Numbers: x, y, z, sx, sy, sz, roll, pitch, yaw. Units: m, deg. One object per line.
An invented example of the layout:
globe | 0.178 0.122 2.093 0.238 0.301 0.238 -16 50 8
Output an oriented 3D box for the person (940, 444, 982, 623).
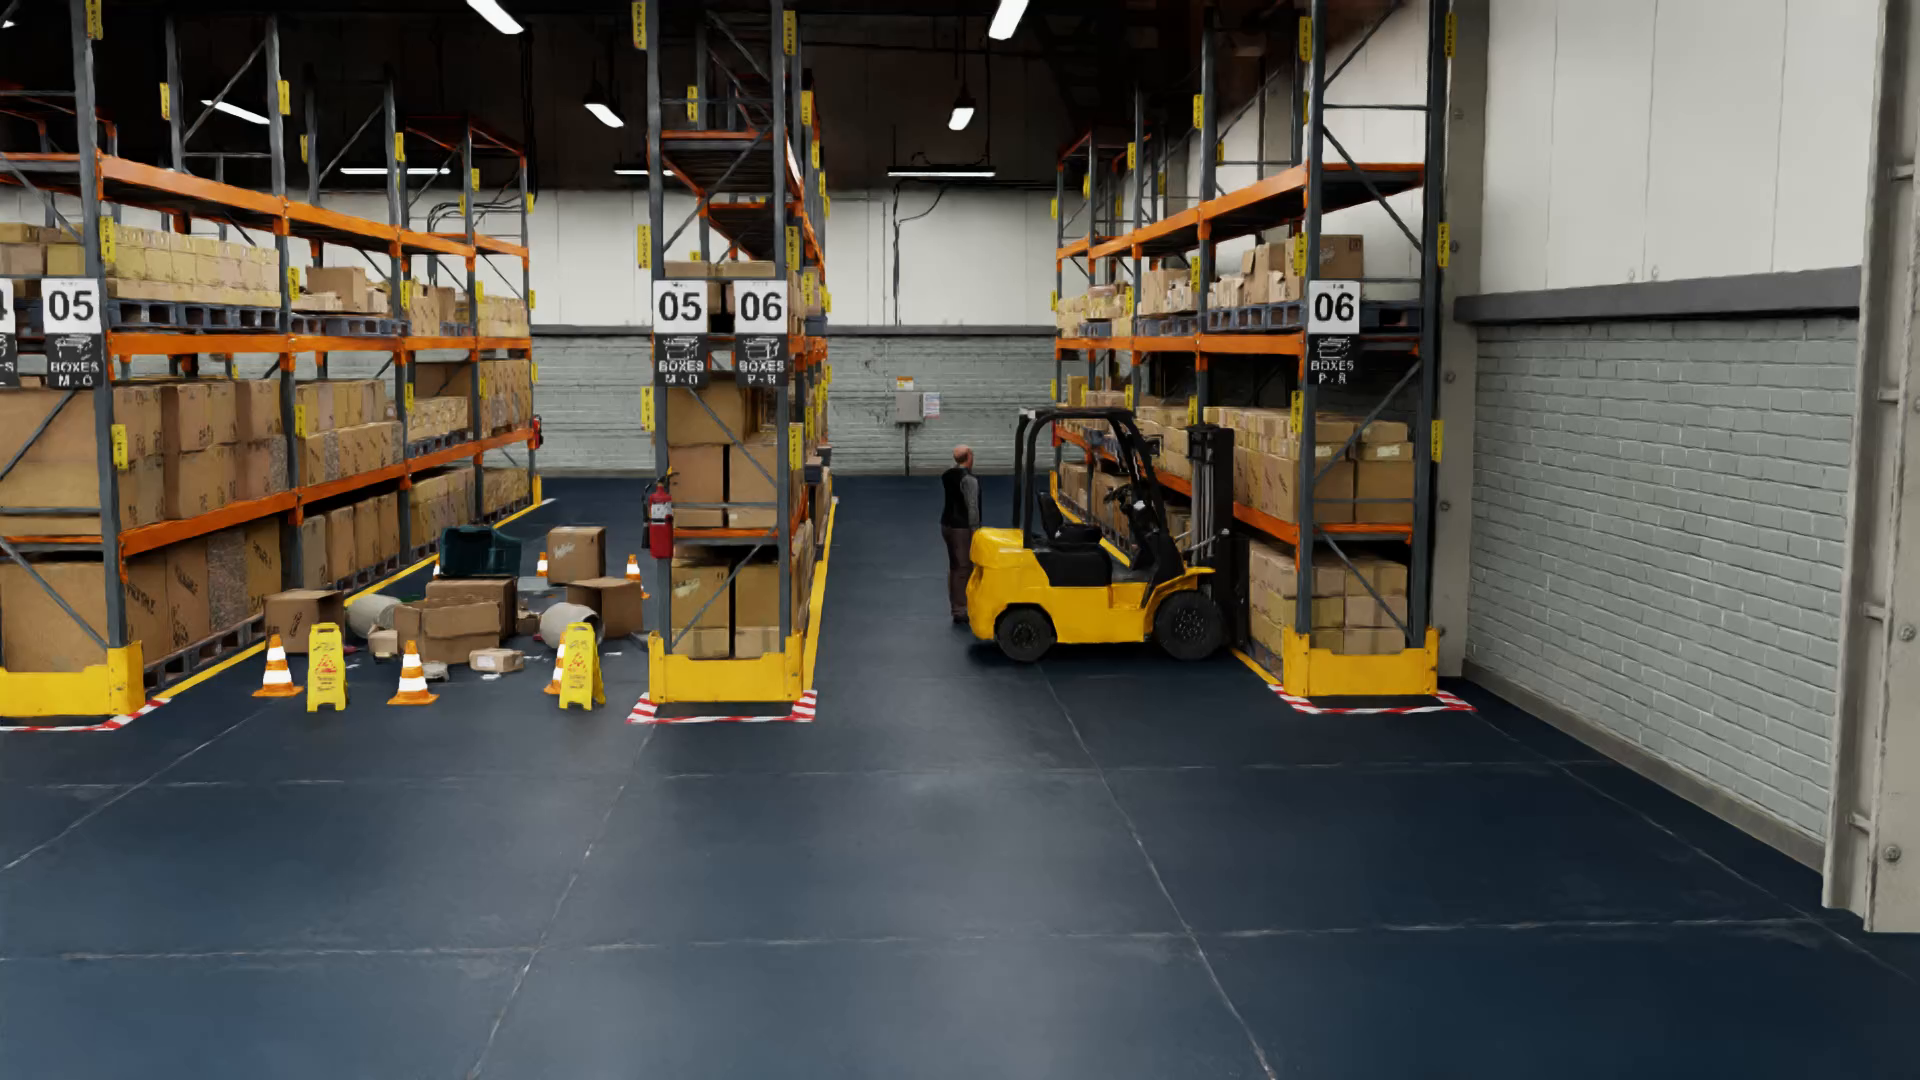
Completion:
person | 0.068 -0.083 16.310 0.470 1.730 0.588 -4 8 -27
